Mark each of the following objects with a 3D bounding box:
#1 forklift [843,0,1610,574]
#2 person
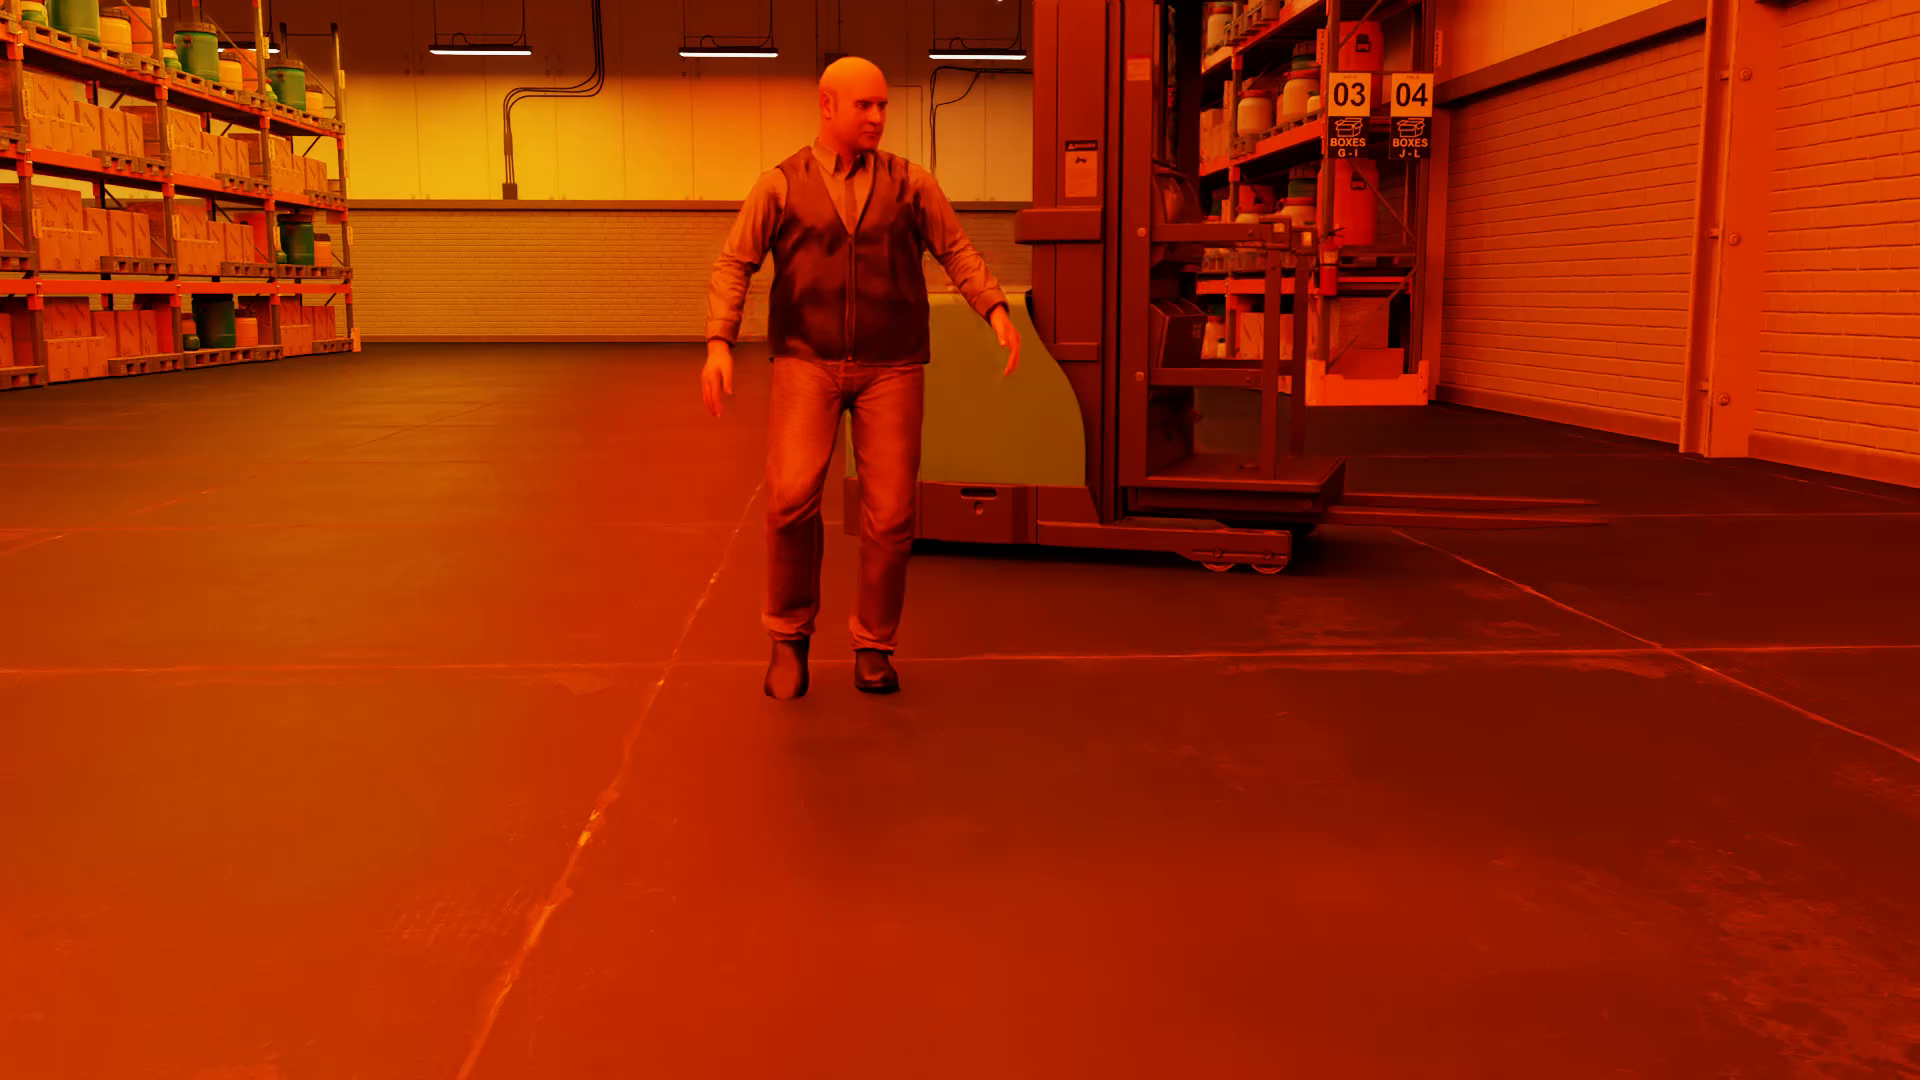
[{"bbox_3d":[1.084,-1.405,6.794,3.031,2.935,1.130,3,9,17],"label":"forklift"},{"bbox_3d":[-0.267,-0.421,4.495,0.843,1.729,0.497,-1,8,-6],"label":"person"}]
